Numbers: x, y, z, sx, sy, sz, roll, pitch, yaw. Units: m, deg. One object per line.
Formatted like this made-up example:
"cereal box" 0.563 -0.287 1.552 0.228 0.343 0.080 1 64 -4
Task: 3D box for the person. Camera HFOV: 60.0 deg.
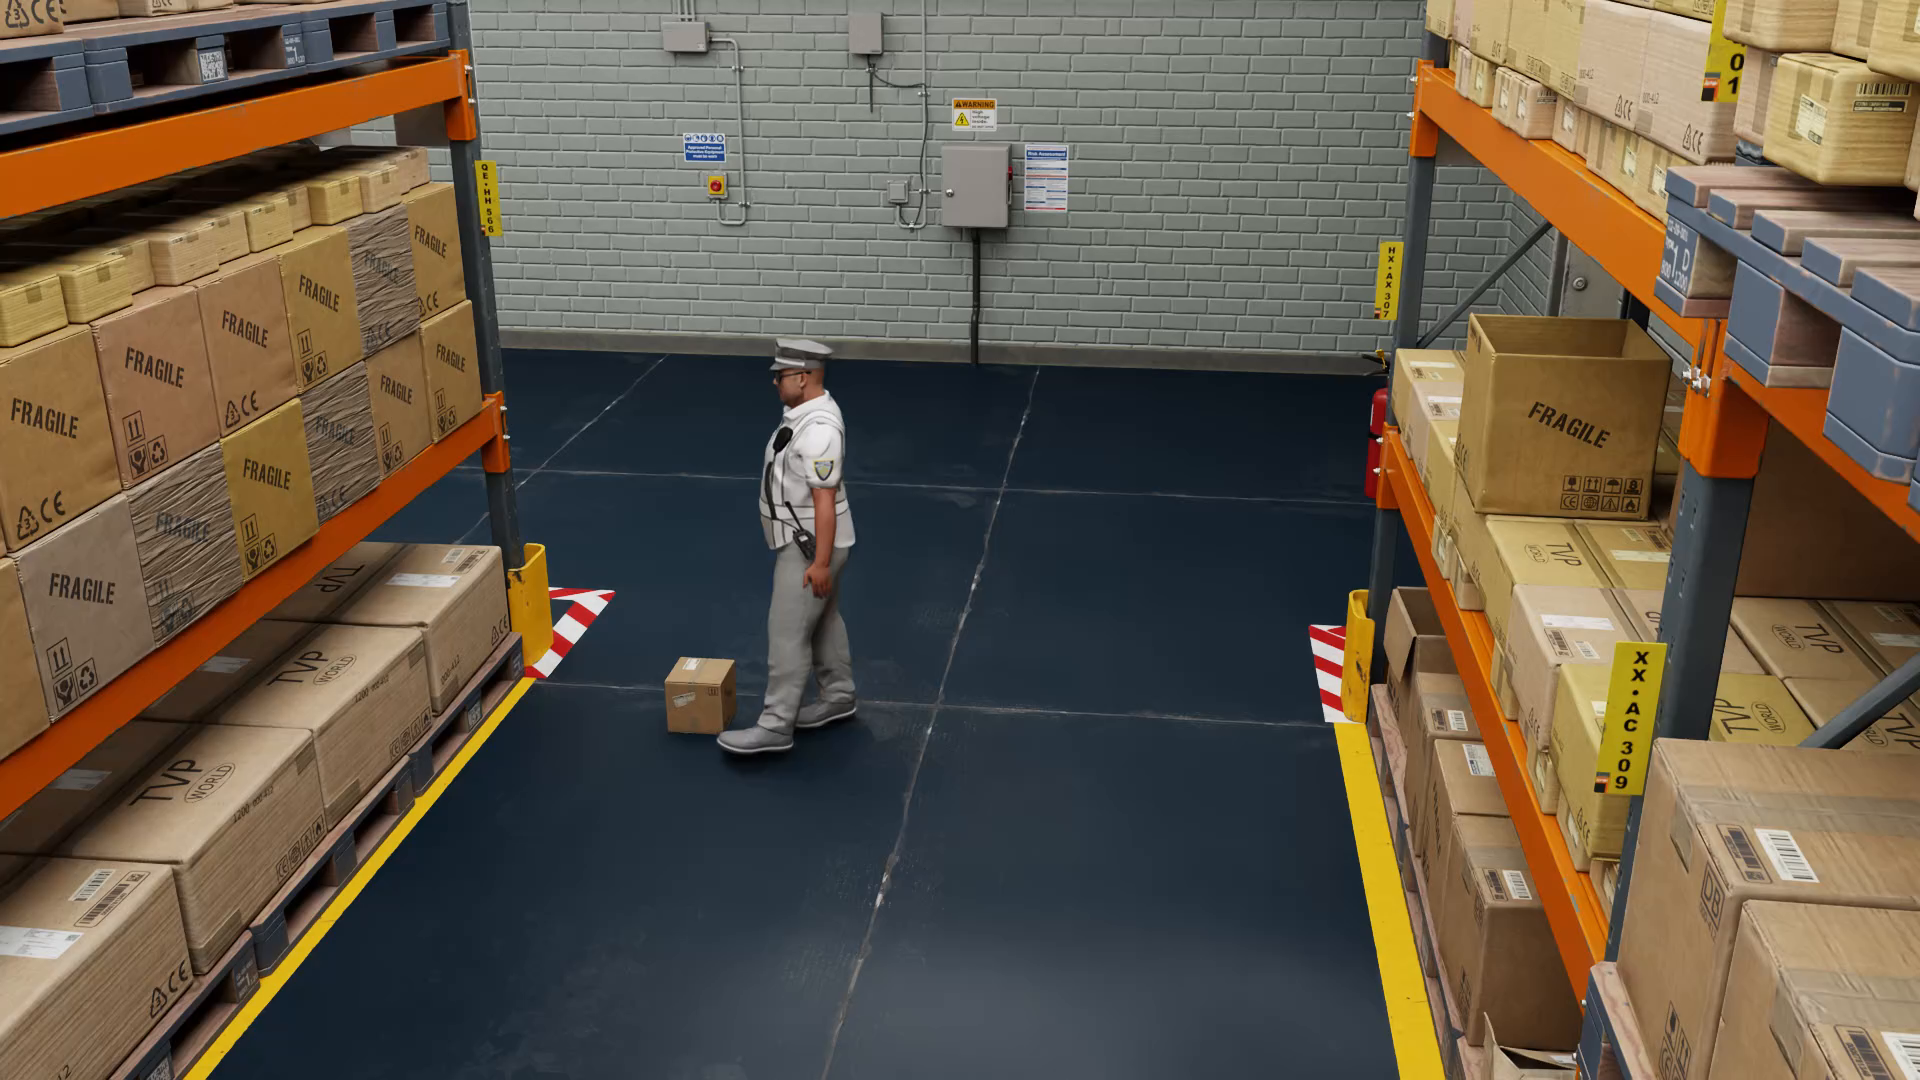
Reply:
"person" -0.758 0.014 7.013 0.626 1.751 0.553 -3 21 -8
